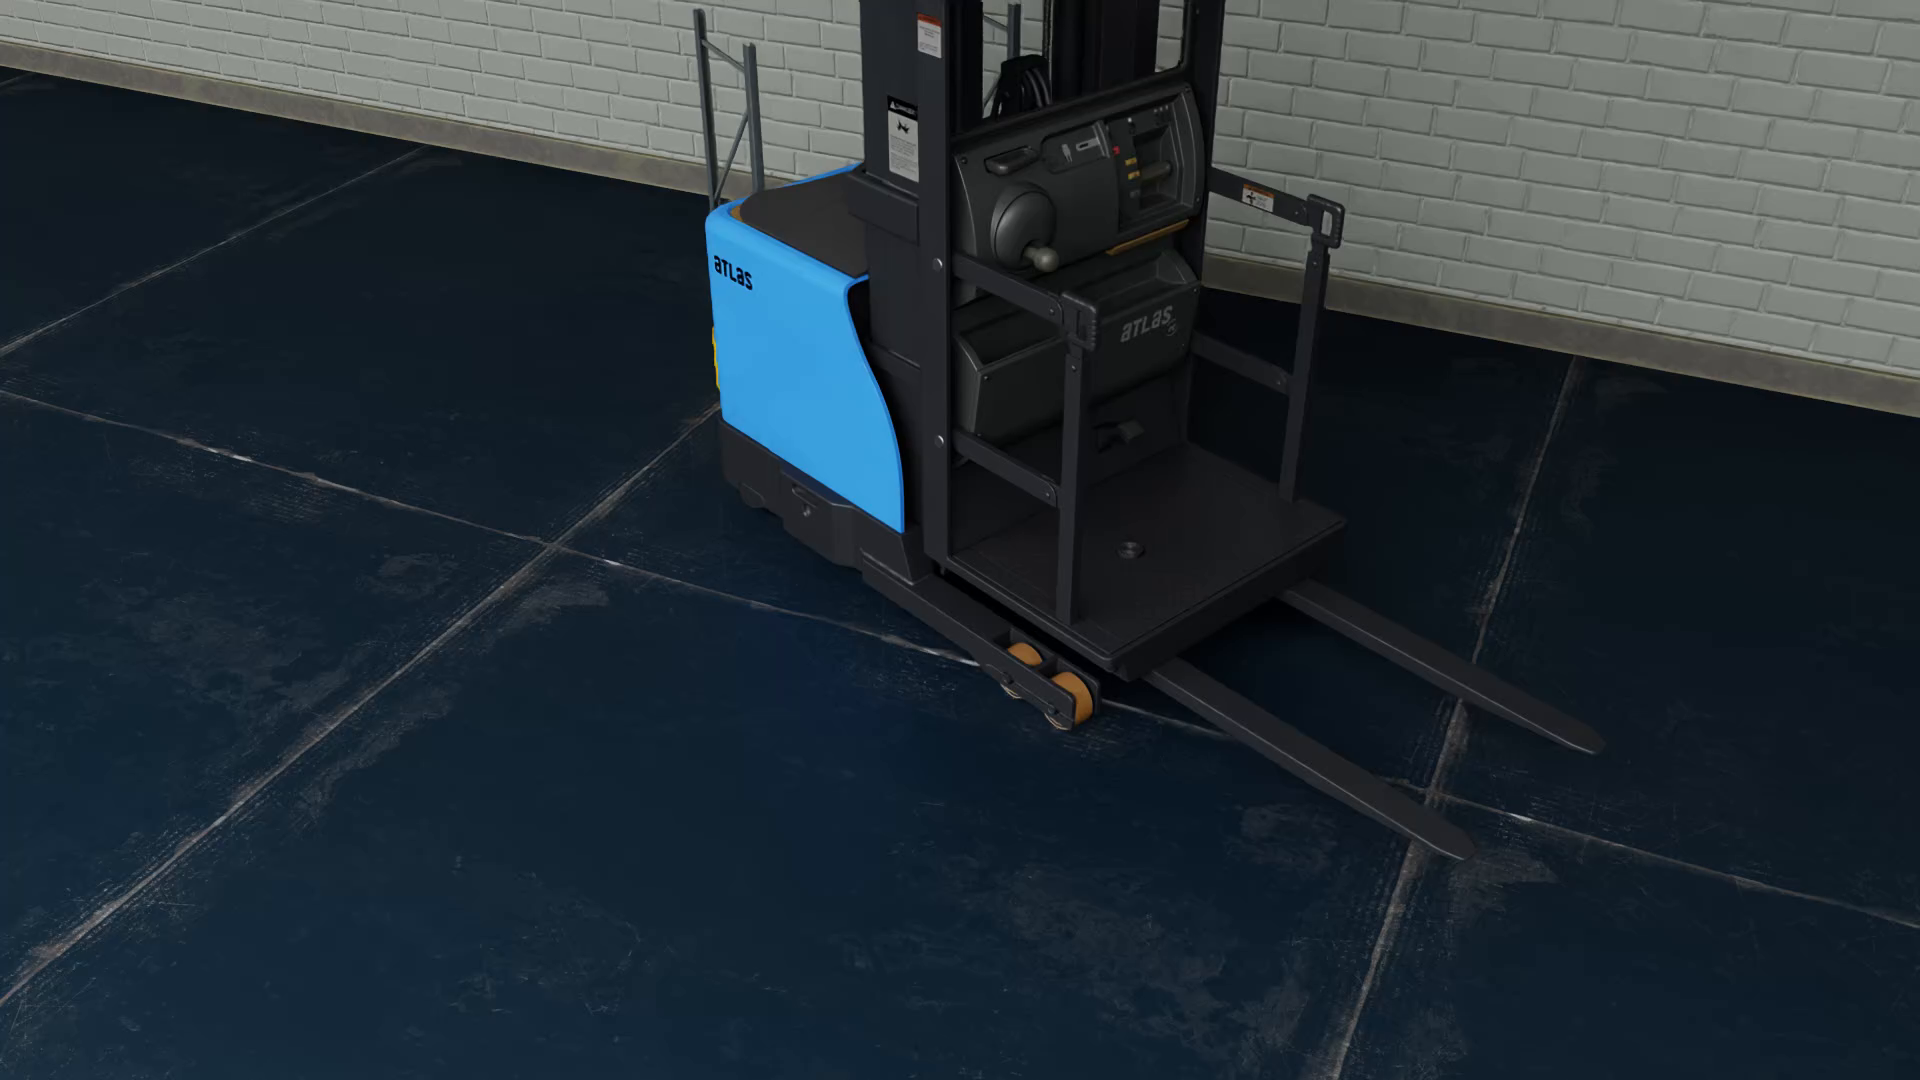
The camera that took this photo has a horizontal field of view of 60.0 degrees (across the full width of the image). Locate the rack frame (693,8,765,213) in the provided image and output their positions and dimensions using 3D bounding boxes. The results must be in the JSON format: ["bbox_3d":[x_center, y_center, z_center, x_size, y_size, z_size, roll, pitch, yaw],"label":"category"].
[{"bbox_3d":[-0.811,-1.130,6.105,0.032,1.500,0.500,-17,37,-24],"label":"rack frame"}]

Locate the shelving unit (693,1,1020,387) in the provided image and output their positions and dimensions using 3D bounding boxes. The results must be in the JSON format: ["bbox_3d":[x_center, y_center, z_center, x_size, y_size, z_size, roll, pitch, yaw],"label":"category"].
[{"bbox_3d":[-0.374,-1.262,6.307,1.083,1.500,0.587,-17,37,-24],"label":"shelving unit"}]

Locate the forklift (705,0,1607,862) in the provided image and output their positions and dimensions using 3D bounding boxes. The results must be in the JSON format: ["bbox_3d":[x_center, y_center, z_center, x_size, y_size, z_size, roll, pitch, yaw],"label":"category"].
[{"bbox_3d":[0.498,-0.985,4.579,1.130,2.935,3.031,-26,41,-34],"label":"forklift"}]

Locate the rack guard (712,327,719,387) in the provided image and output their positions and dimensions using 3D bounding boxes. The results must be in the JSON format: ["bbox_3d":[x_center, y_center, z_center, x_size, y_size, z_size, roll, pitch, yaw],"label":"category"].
[{"bbox_3d":[-0.810,-0.608,6.449,0.087,0.250,0.587,-17,37,-24],"label":"rack guard"}]

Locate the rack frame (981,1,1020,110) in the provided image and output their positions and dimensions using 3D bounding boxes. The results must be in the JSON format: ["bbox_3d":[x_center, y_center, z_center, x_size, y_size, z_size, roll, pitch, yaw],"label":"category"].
[{"bbox_3d":[0.079,-1.399,6.516,0.032,1.500,0.500,-17,37,-24],"label":"rack frame"}]
